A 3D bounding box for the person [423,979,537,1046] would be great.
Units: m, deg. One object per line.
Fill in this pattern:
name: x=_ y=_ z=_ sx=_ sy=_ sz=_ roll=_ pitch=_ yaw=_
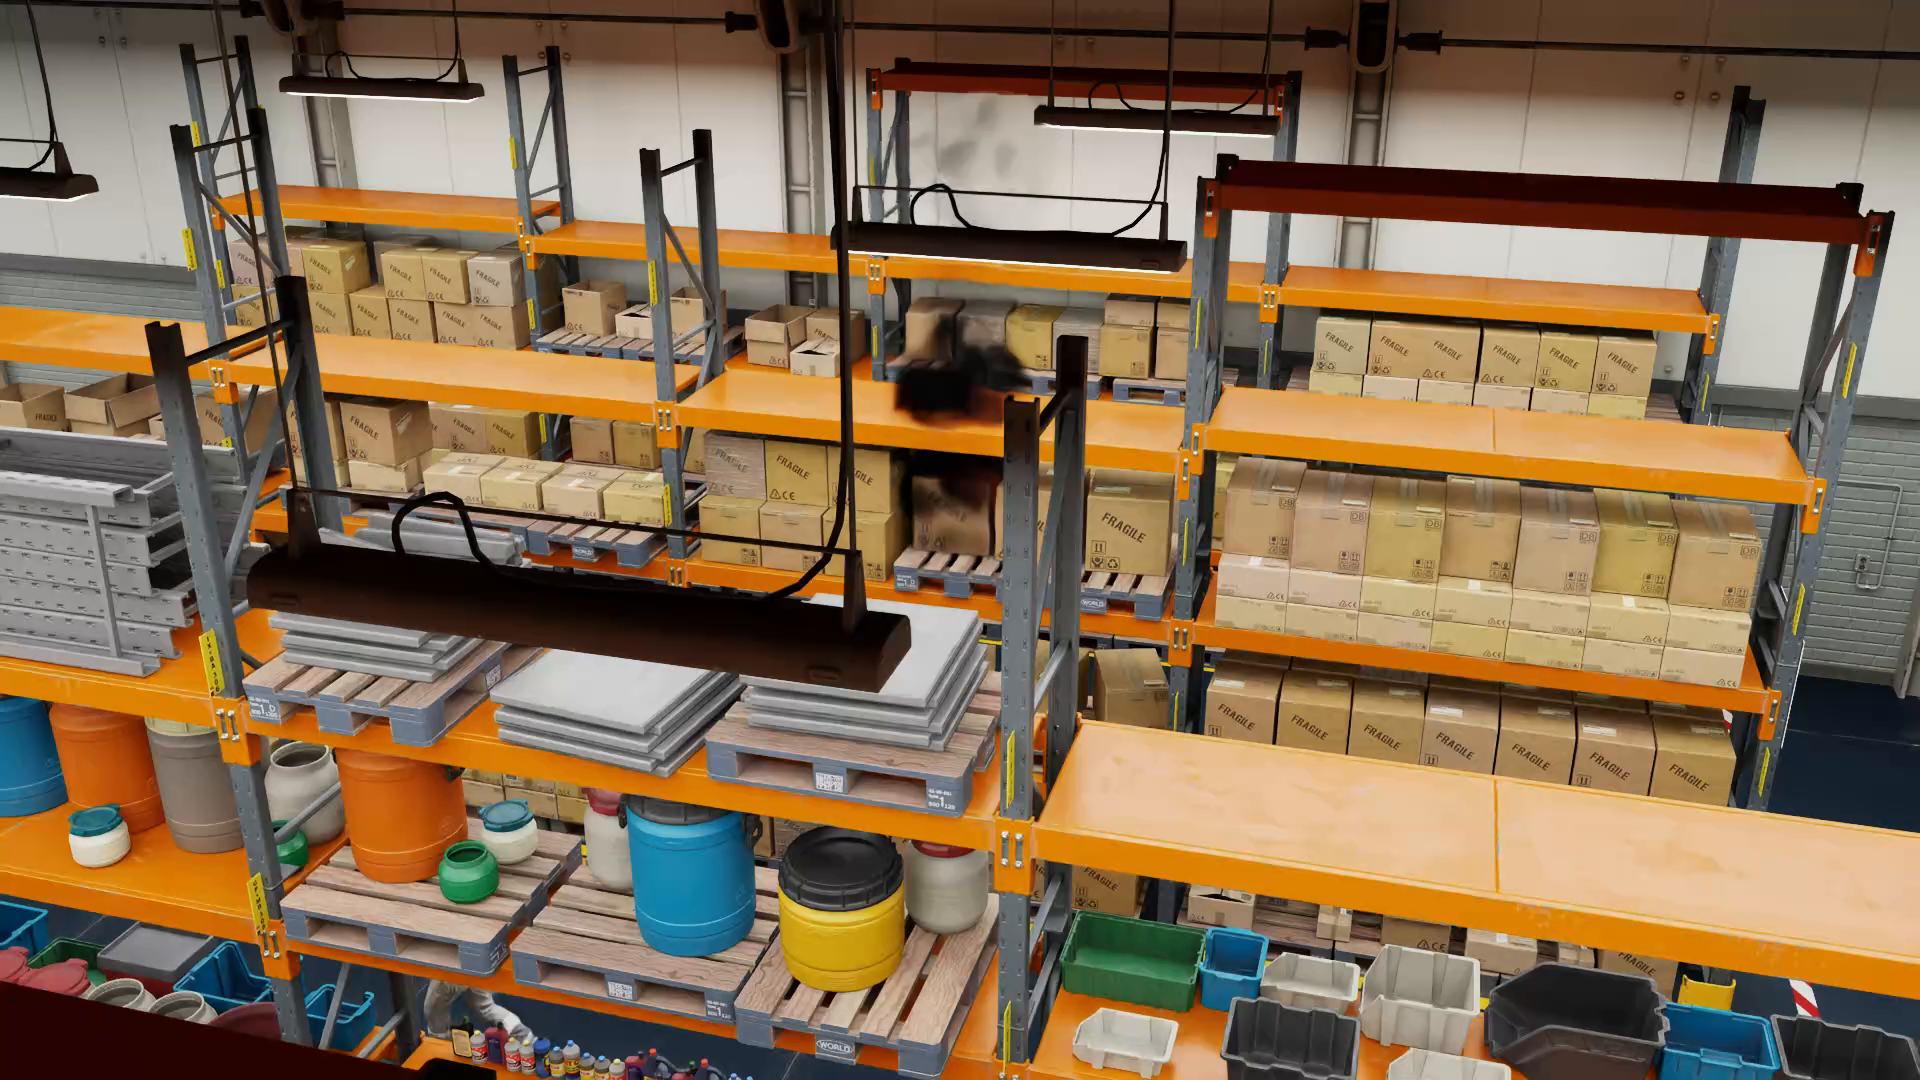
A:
person: x=-3.389 y=2.935 z=11.378 sx=1.033 sy=1.799 sz=0.684 roll=4 pitch=23 yaw=11
